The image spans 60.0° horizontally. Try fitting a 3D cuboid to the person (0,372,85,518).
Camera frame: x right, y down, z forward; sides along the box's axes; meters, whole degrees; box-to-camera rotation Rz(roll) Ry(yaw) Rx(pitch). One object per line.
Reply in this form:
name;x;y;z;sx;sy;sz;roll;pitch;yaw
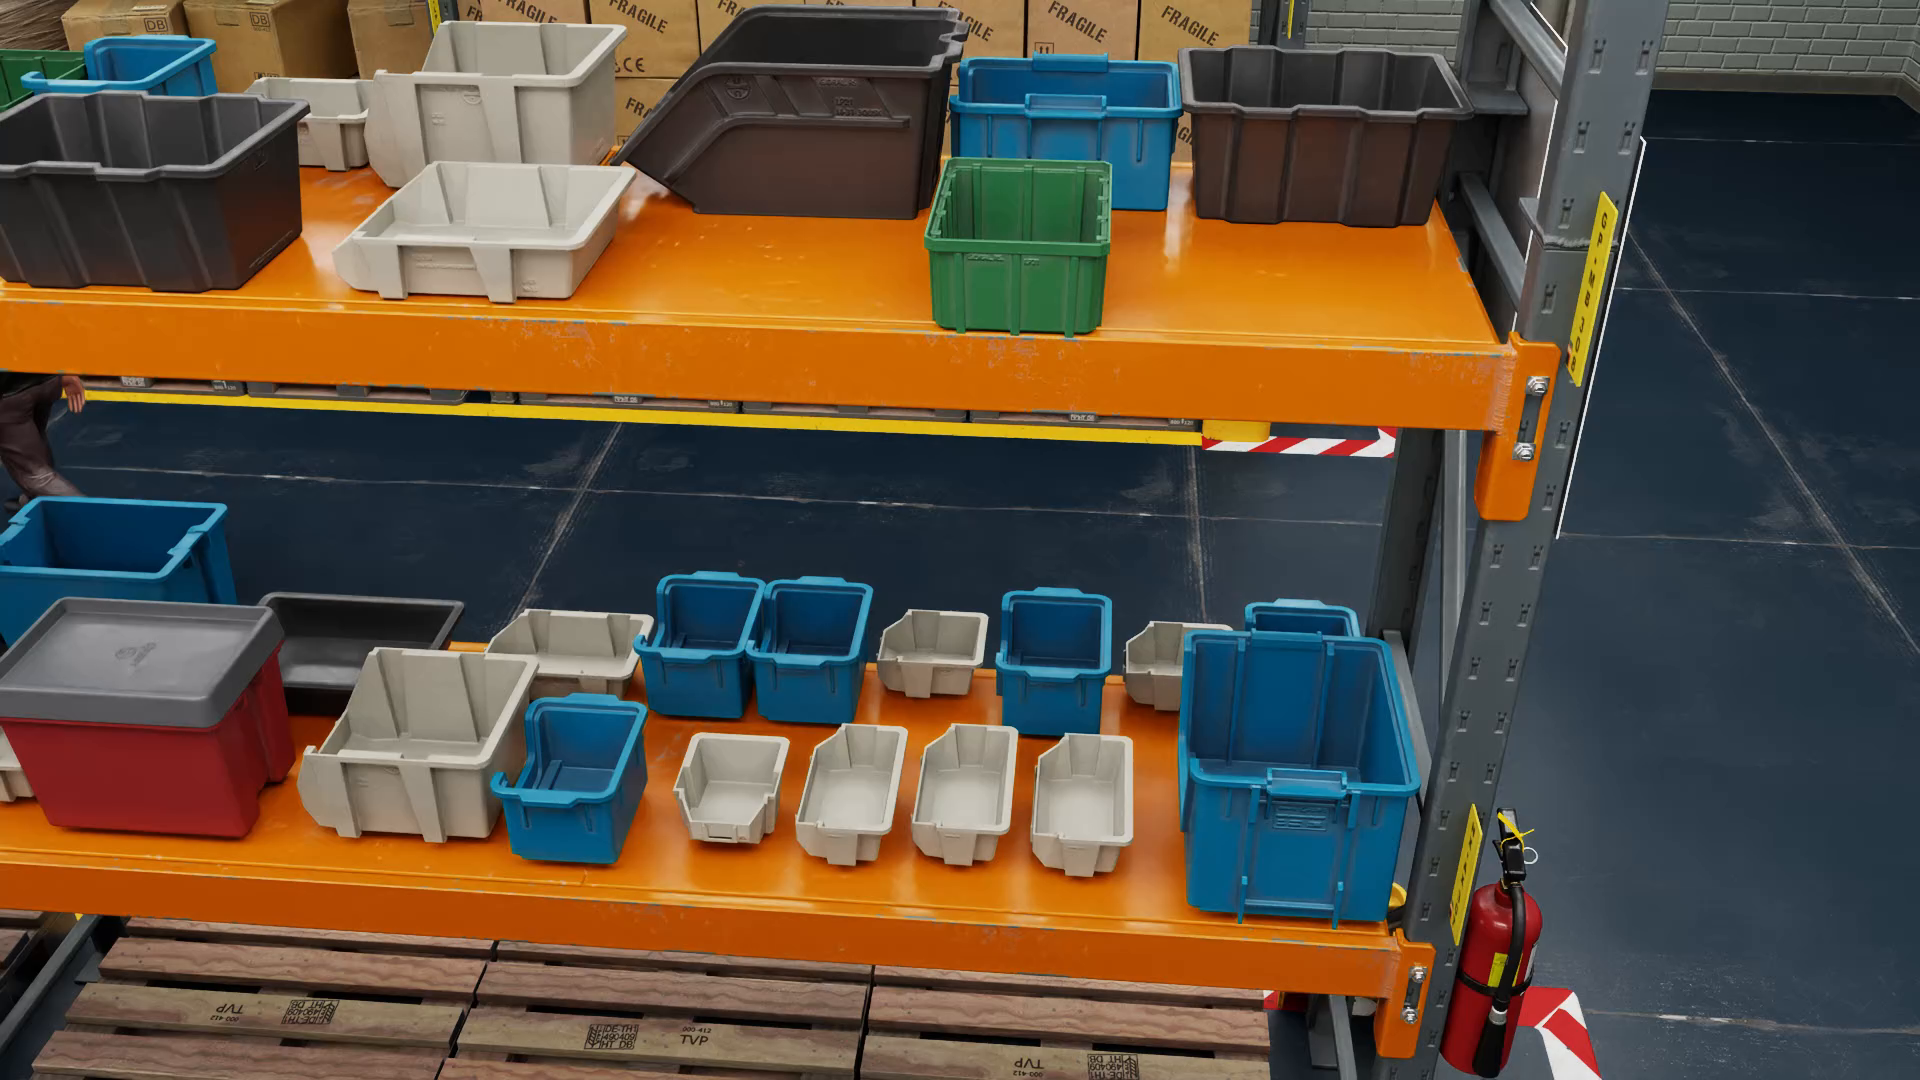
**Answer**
person;-4.150;-0.681;7.263;0.988;1.682;0.536;14;34;21
